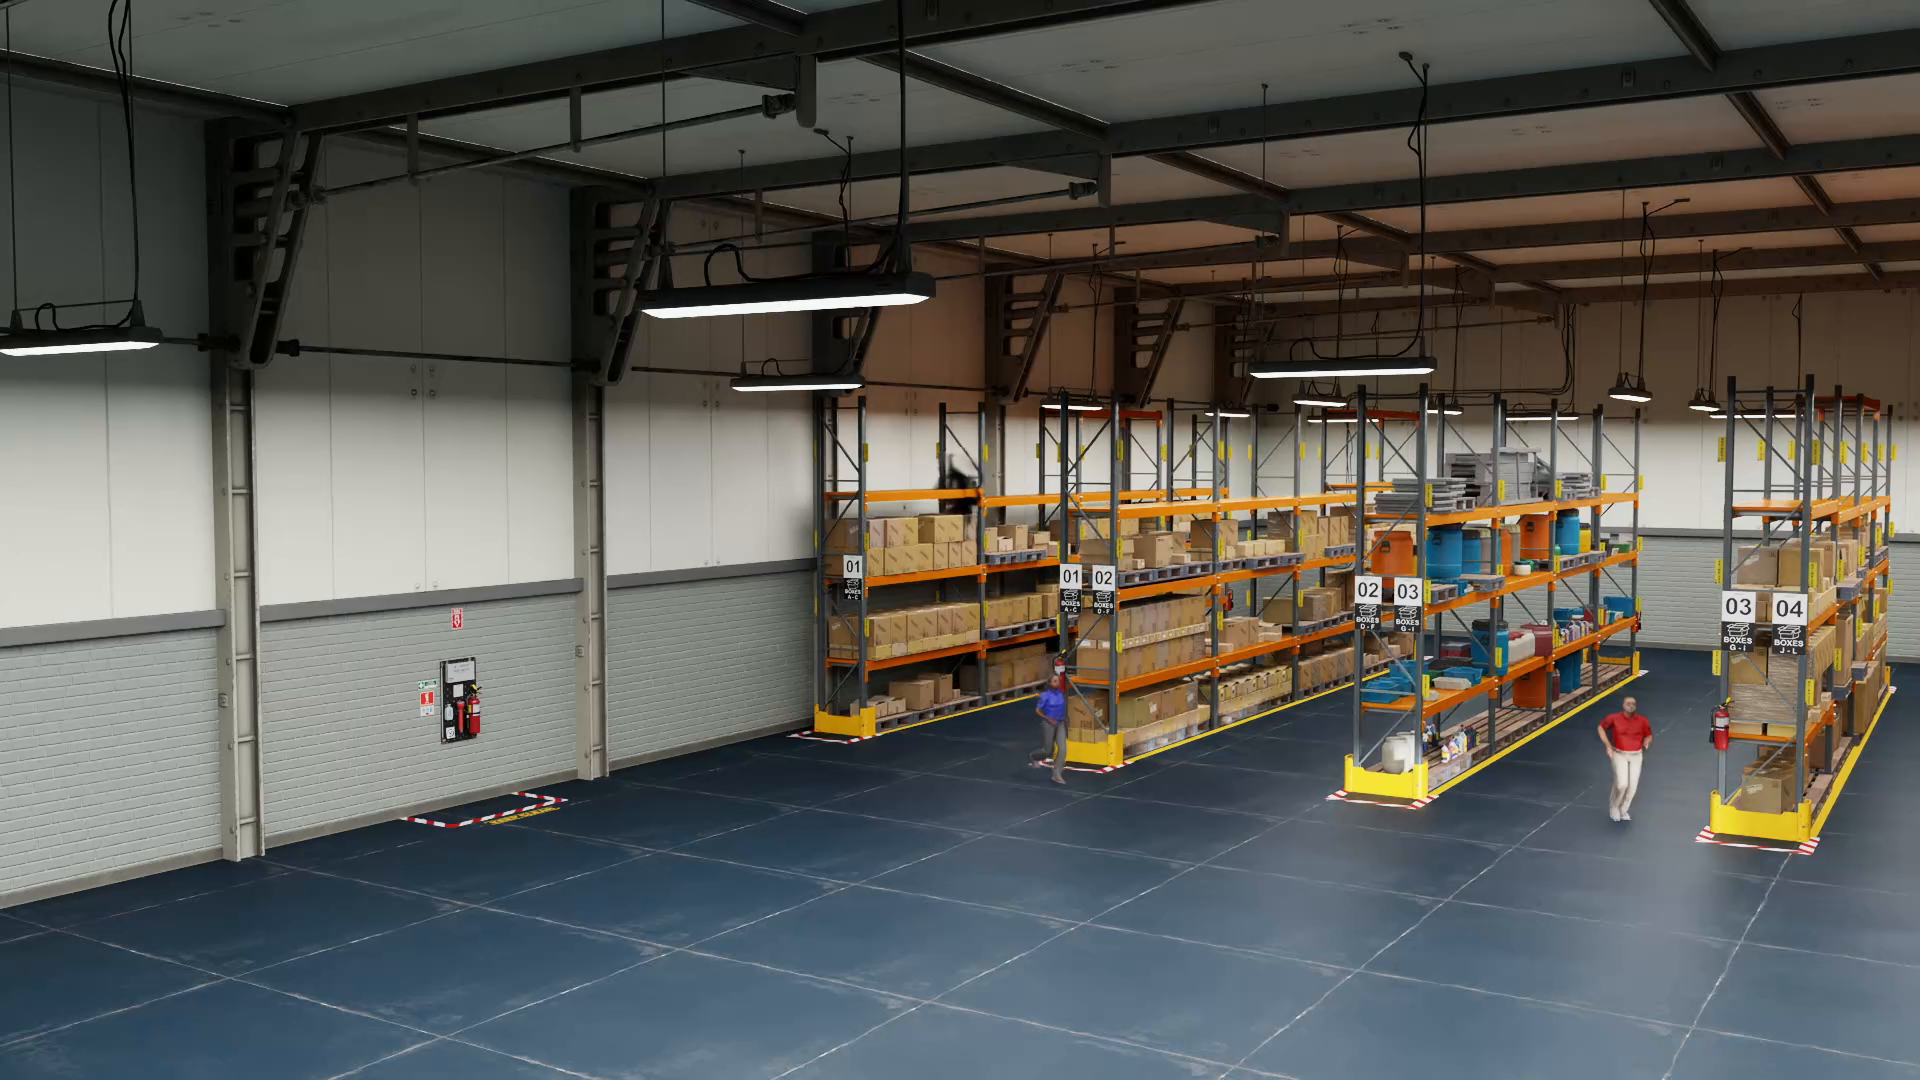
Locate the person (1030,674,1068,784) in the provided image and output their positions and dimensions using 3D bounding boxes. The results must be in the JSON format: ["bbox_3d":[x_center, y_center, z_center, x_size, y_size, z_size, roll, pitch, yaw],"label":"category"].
[{"bbox_3d":[1.401,2.870,25.424,0.582,1.651,0.778,-2,4,-34],"label":"person"}]

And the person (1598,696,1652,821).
[{"bbox_3d":[9.059,2.982,22.564,0.670,1.708,0.647,0,3,7],"label":"person"}]
